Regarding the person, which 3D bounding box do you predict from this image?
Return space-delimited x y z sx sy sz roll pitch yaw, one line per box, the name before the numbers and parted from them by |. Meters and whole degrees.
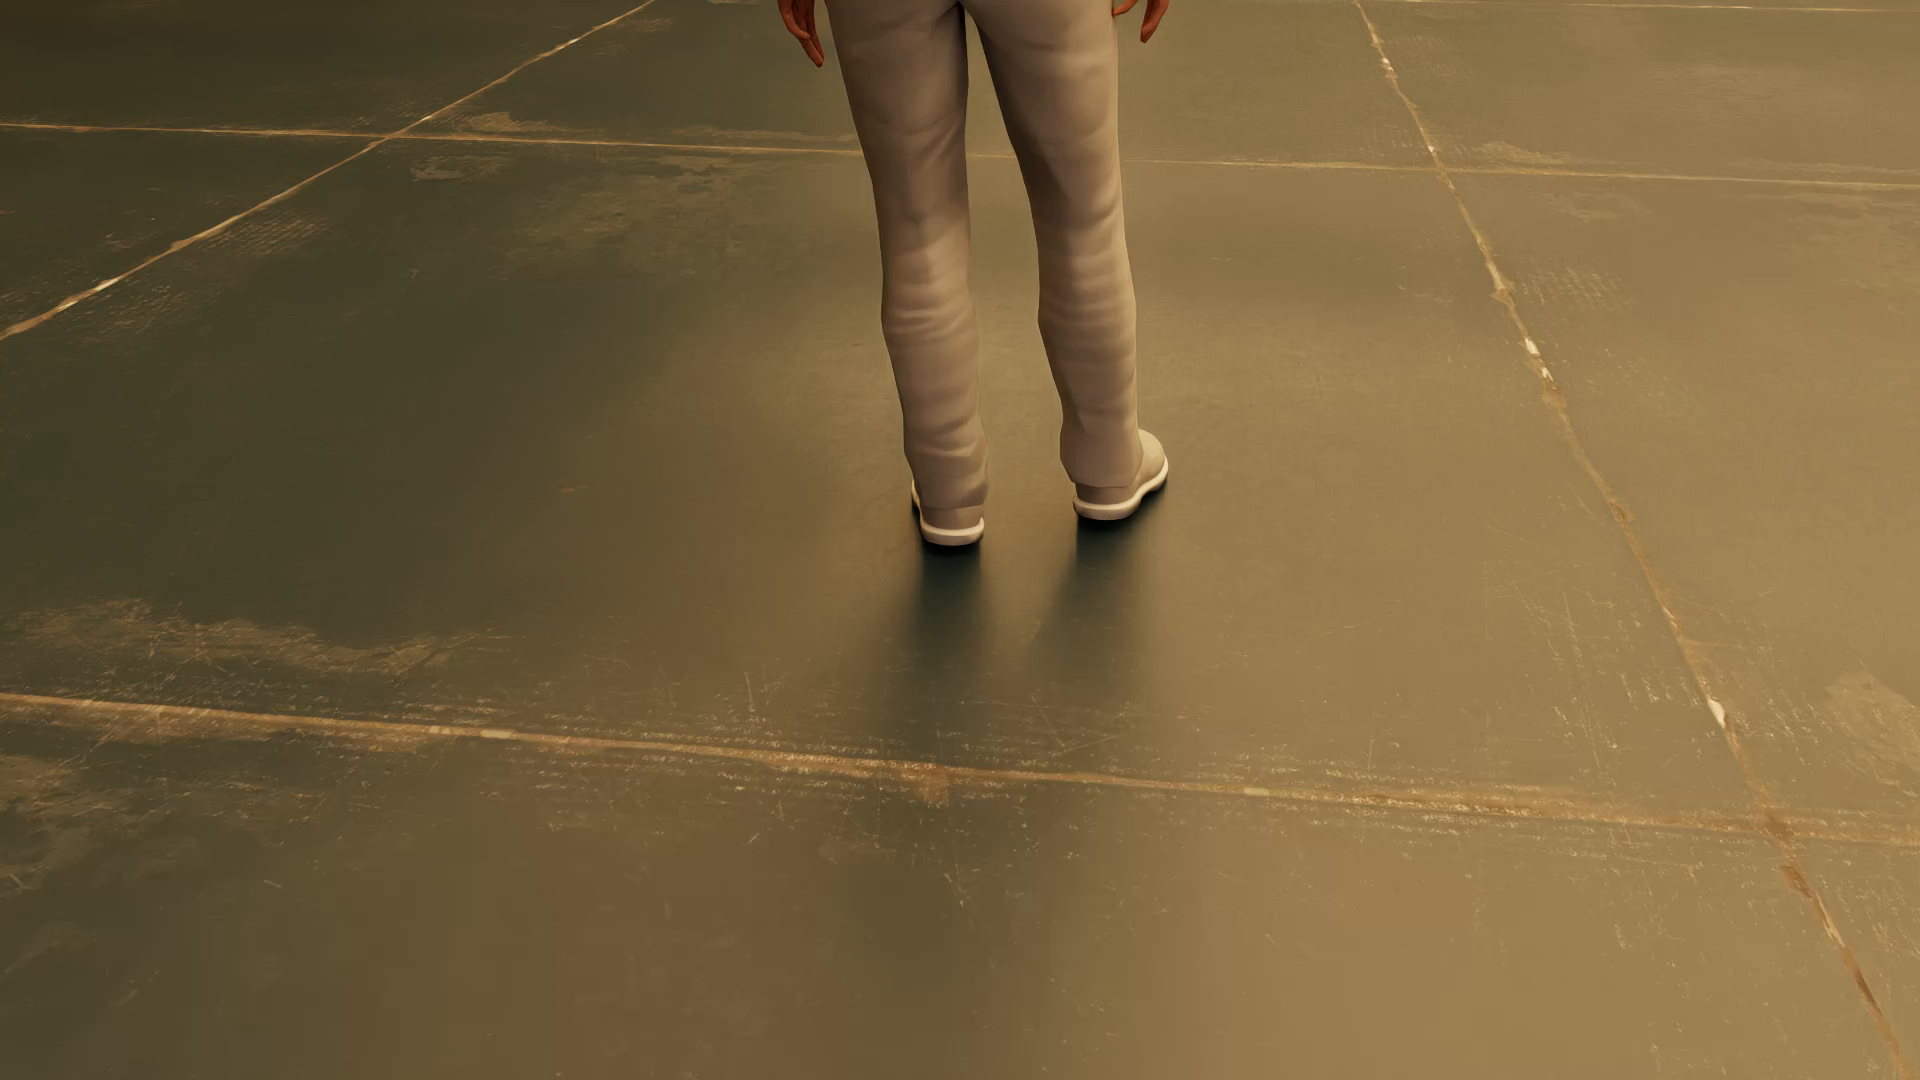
person | 0.029 -0.797 2.182 0.570 1.695 0.530 3 27 7
